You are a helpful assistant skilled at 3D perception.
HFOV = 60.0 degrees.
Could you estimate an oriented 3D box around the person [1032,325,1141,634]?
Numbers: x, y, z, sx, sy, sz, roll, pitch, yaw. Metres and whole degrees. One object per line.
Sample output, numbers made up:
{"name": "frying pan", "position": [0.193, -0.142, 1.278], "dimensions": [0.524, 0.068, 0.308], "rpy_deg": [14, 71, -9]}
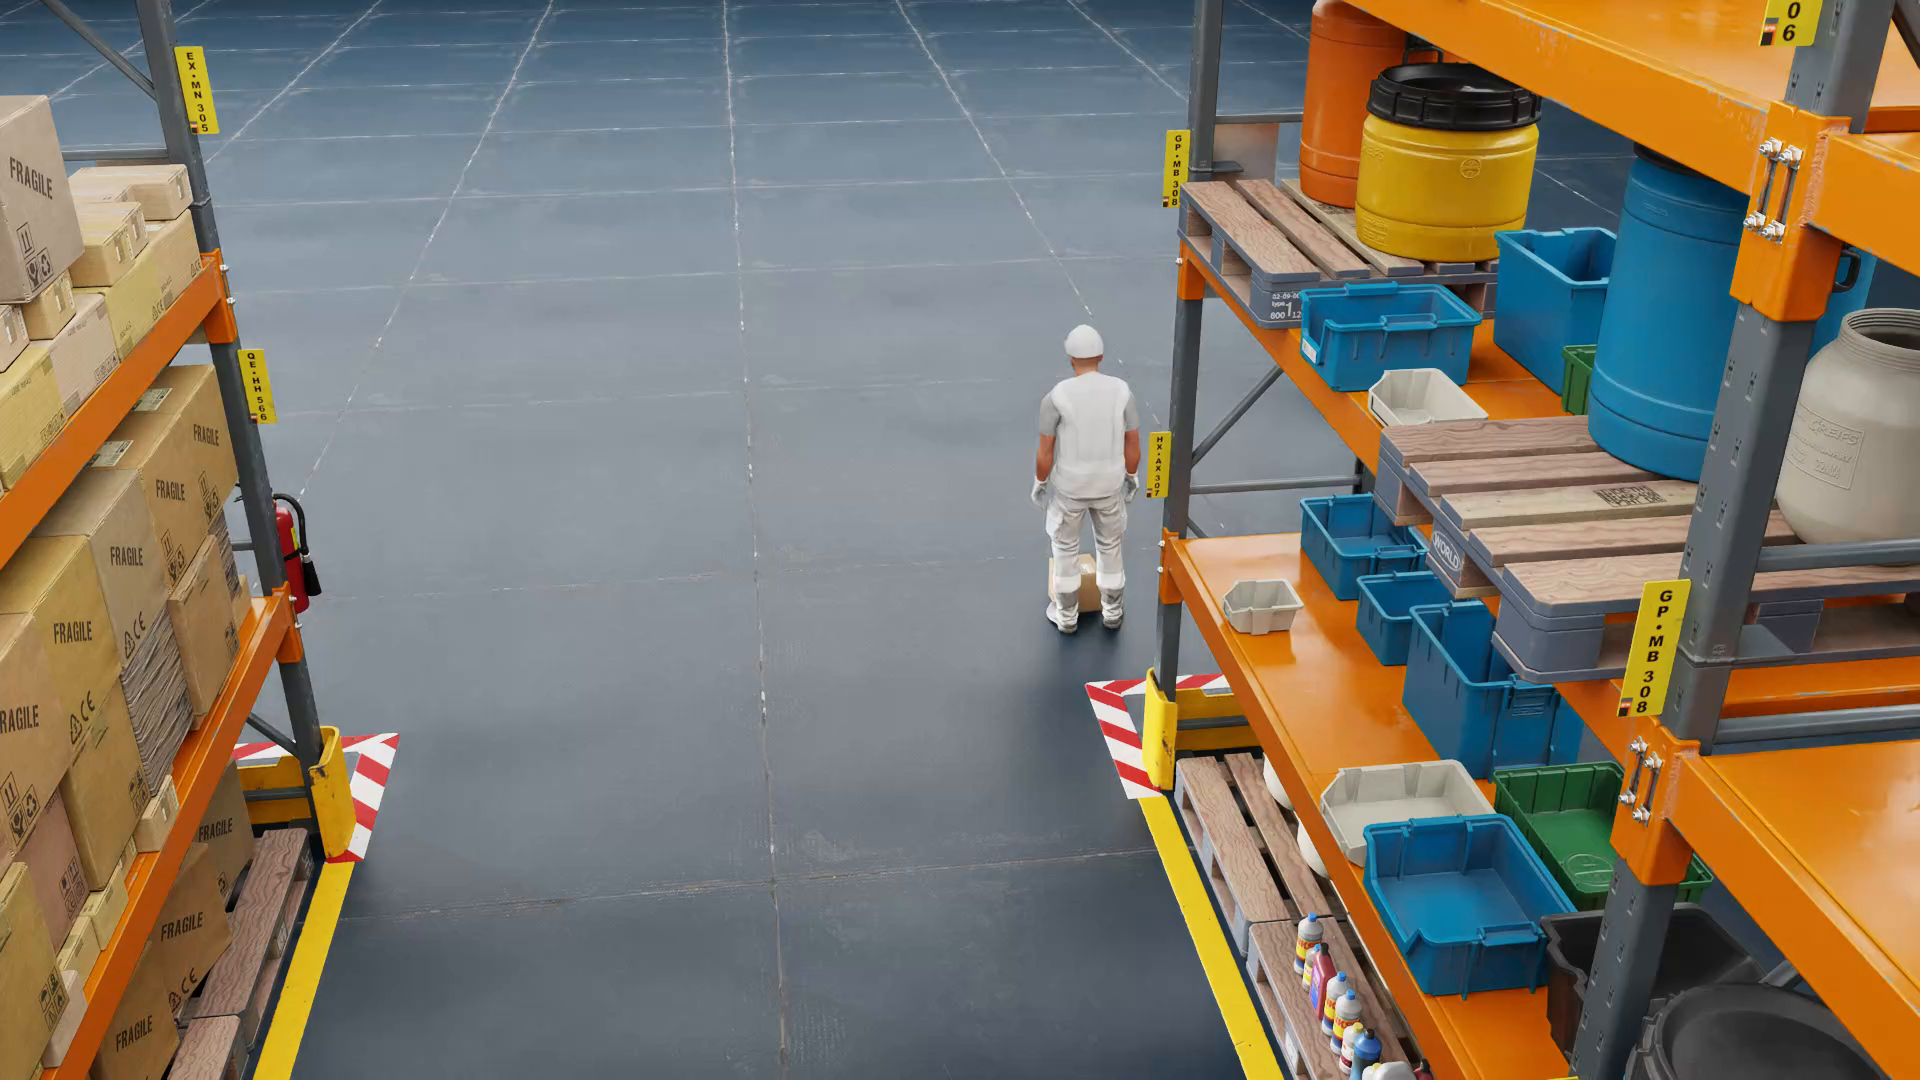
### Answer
{"name": "person", "position": [0.702, -0.321, 9.234], "dimensions": [0.611, 1.779, 0.455], "rpy_deg": [-4, 27, -8]}
